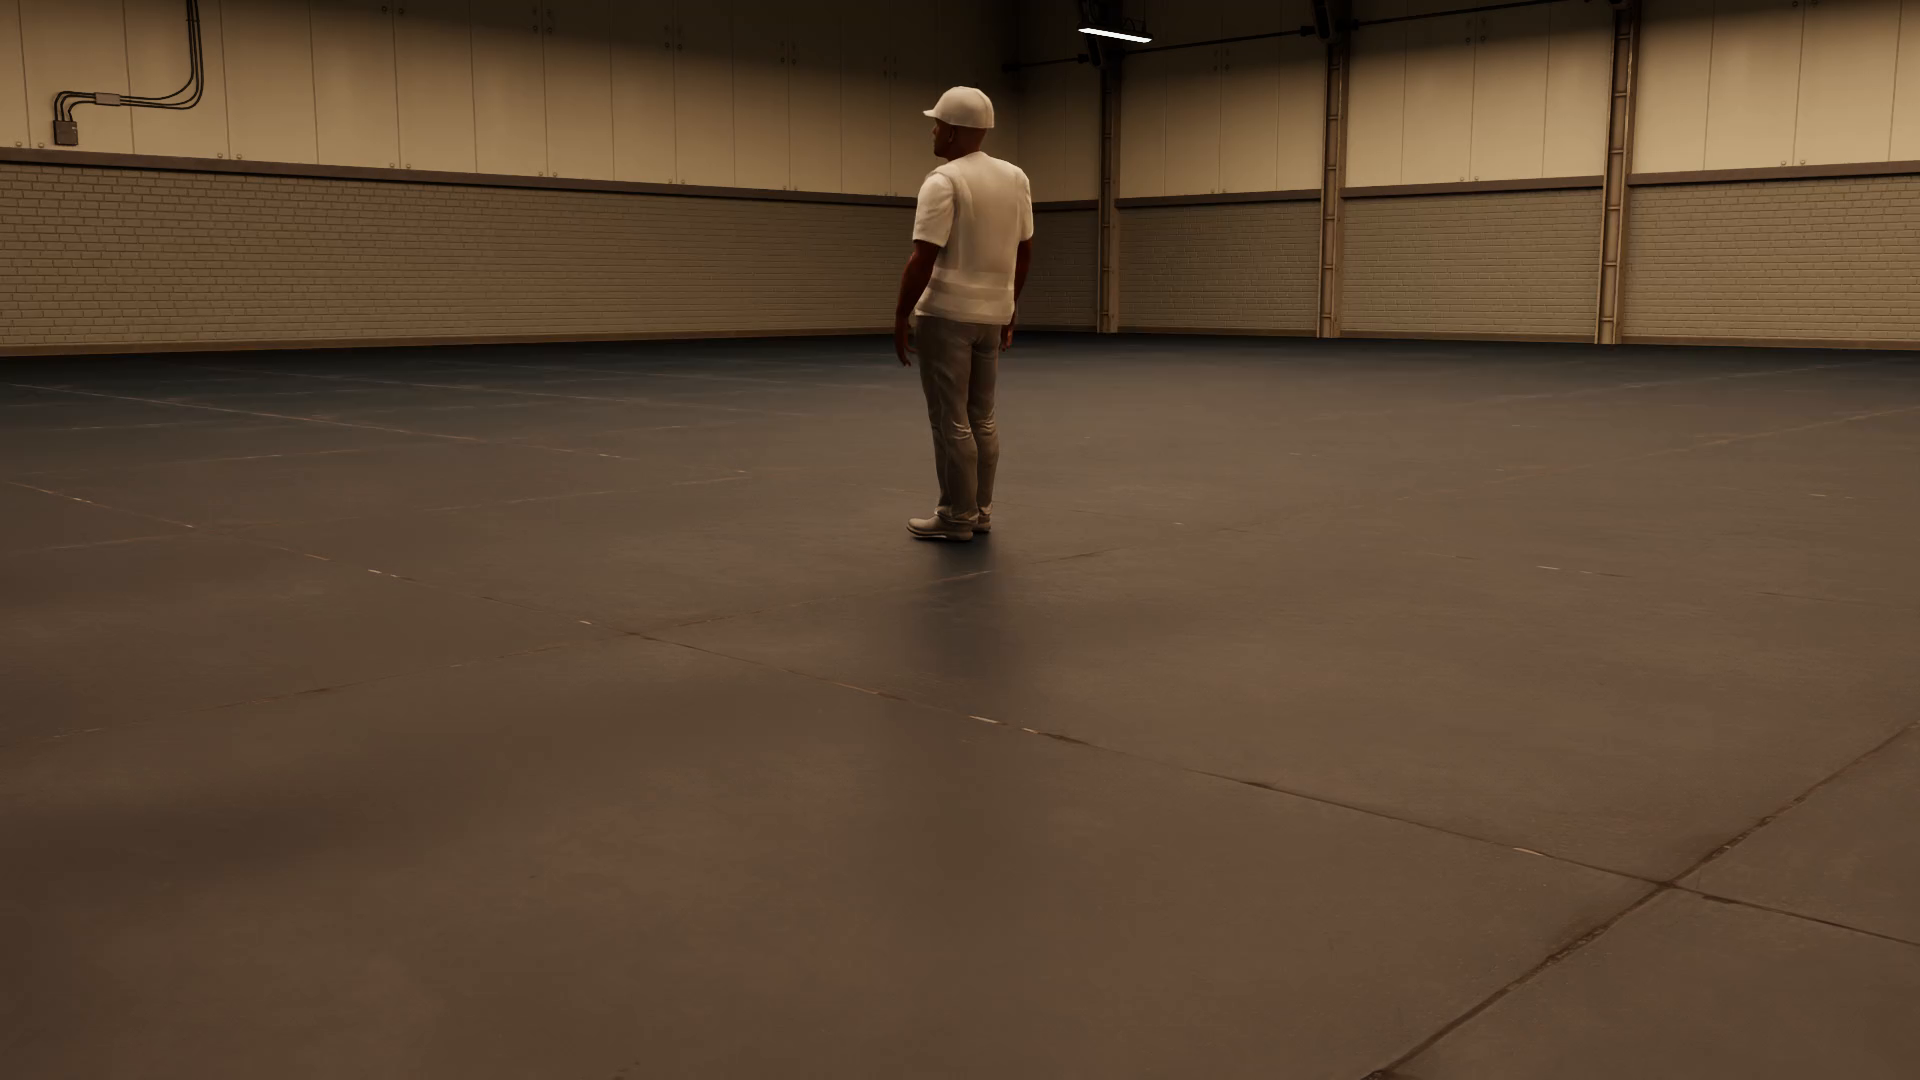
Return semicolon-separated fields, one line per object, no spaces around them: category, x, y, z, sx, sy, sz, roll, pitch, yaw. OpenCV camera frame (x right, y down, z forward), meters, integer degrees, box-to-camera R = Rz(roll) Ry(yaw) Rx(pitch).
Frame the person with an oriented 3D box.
person;-0.047;-0.888;6.637;0.575;1.768;0.666;8;12;43
